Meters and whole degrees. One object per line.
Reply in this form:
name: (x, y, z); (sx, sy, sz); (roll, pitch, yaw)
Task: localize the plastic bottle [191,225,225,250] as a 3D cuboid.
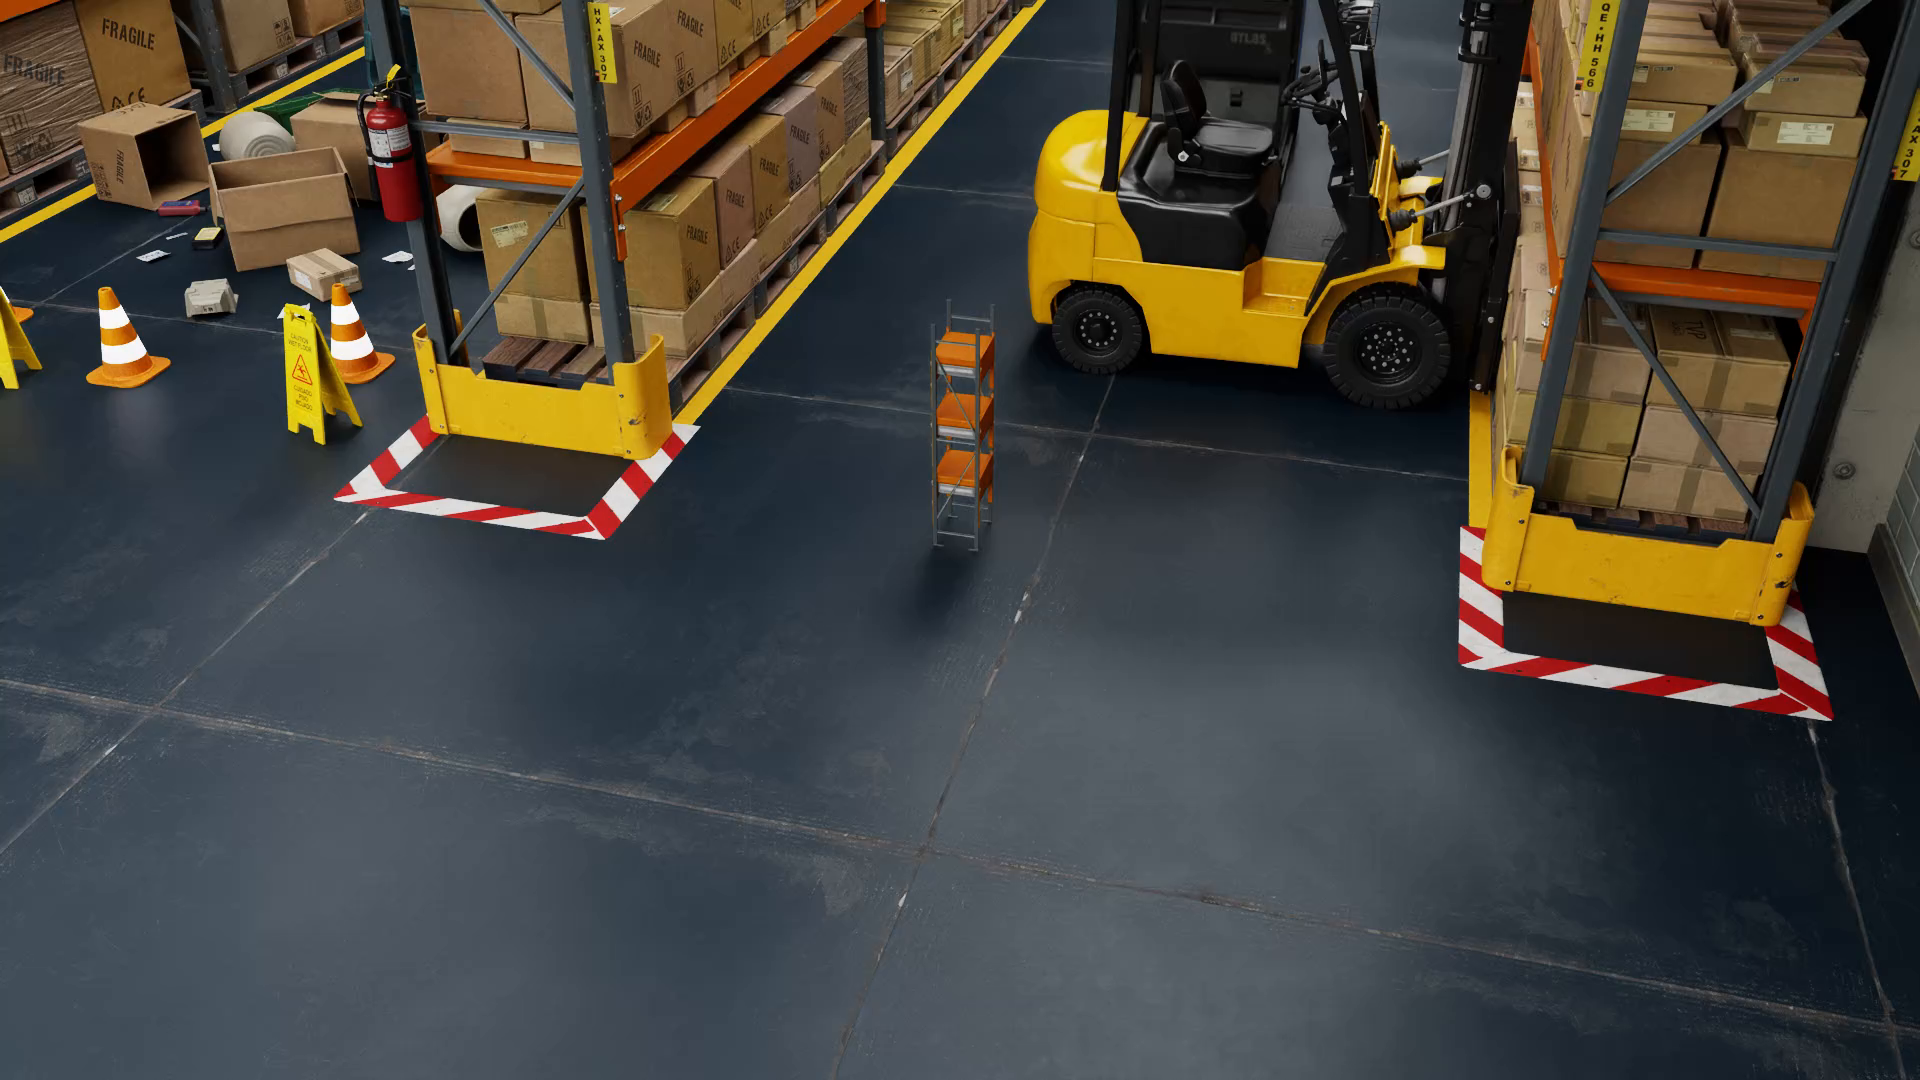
plastic bottle: (-4.556, -1.844, 10.094); (0.133, 0.061, 0.283); (-3, 33, -4)

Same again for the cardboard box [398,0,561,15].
cardboard box: (-2.090, -2.649, 7.318); (0.700, 0.500, 0.500); (7, 33, 11)

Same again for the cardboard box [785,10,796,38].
cardboard box: (-1.128, -2.869, 9.201); (0.380, 0.149, 0.250); (7, 33, 12)

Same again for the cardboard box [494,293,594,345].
cardboard box: (-2.057, -1.250, 8.591); (0.500, 0.250, 0.500); (8, 33, 12)

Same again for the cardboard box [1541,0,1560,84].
cardboard box: (3.200, -2.478, 8.259); (0.500, 0.500, 0.500); (8, 33, 12)

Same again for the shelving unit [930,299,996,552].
shelving unit: (0.014, -0.471, 7.012); (0.215, 1.050, 0.252); (8, 33, 12)

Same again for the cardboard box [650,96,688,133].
cardboard box: (-1.525, -2.066, 7.938); (0.380, 0.149, 0.250); (7, 33, 11)

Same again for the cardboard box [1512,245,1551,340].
cardboard box: (2.733, -1.076, 7.387); (0.500, 0.250, 0.500); (9, 33, 13)

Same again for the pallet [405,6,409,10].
pallet: (-5.064, -4.961, 14.858); (1.003, 0.211, 1.213); (8, 33, 12)

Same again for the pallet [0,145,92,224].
pallet: (-6.383, -2.265, 10.617); (1.003, 0.211, 1.213); (8, 33, 12)

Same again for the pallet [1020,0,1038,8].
pallet: (0.295, -5.138, 15.135); (1.003, 0.211, 1.213); (8, 33, 12)

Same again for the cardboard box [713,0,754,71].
cardboard box: (-1.363, -2.674, 8.289); (0.500, 0.500, 0.500); (7, 33, 11)

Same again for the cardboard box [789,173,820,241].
cardboard box: (-1.142, -1.972, 9.728); (0.500, 0.250, 0.500); (9, 33, 13)

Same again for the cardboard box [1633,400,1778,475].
cardboard box: (3.114, -0.534, 6.999); (0.500, 0.250, 0.500); (9, 33, 13)

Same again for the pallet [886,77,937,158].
pallet: (-0.797, -3.067, 11.878); (1.003, 0.211, 1.213); (8, 33, 12)

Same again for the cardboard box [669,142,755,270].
cardboard box: (-1.402, -1.763, 8.699); (0.500, 0.500, 0.500); (7, 33, 11)

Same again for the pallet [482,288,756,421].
pallet: (-1.748, -1.044, 8.695); (1.003, 0.211, 1.213); (8, 33, 12)

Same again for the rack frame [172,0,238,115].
rack frame: (-5.807, -4.461, 11.472); (1.000, 3.000, 0.127); (8, 33, 12)

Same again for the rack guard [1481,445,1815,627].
rack guard: (2.788, -0.023, 6.820); (1.175, 0.500, 0.348); (8, 33, 12)

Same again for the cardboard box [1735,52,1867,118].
cardboard box: (3.086, -1.677, 6.117); (0.380, 0.149, 0.250); (7, 33, 11)

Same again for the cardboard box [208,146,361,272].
cardboard box: (-4.011, -1.967, 9.875); (0.797, 0.503, 0.637); (-14, 35, -21)

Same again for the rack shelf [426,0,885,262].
rack shelf: (-1.500, -2.498, 9.055); (1.077, 0.370, 4.000); (8, 33, 12)

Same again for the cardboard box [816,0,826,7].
cardboard box: (-0.978, -3.270, 9.833); (0.380, 0.149, 0.250); (8, 33, 13)

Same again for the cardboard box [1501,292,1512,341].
cardboard box: (2.864, -1.143, 7.957); (0.500, 0.250, 0.500); (7, 33, 11)

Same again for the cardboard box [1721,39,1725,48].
cardboard box: (3.330, -1.945, 6.816); (0.380, 0.149, 0.250); (7, 33, 11)

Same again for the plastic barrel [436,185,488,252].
plastic barrel: (-2.948, -1.955, 9.930); (0.421, 0.421, 0.512); (-21, 38, -29)

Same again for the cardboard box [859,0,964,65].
cardboard box: (-0.508, -3.915, 12.671); (0.950, 0.372, 0.625); (9, 34, 14)

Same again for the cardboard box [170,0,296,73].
cardboard box: (-5.736, -4.024, 12.489); (1.050, 0.750, 0.750); (8, 33, 12)

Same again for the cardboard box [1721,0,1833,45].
cardboard box: (3.316, -2.073, 6.741); (0.380, 0.149, 0.250); (8, 33, 13)

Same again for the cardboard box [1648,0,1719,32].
cardboard box: (2.889, -2.137, 6.841); (0.380, 0.149, 0.250); (8, 33, 13)

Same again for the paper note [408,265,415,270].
paper note: (-3.202, -1.613, 9.779); (0.032, 0.001, 0.123); (8, 33, 12)

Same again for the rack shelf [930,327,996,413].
rack shelf: (0.014, -0.701, 6.865); (0.215, 0.259, 0.240); (8, 33, 12)

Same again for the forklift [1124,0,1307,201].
forklift: (1.579, -3.611, 10.198); (1.130, 2.935, 3.031); (8, 33, 12)

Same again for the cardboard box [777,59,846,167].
cardboard box: (-1.011, -2.565, 9.962); (0.500, 0.500, 0.500); (9, 33, 13)

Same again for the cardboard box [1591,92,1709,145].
cardboard box: (2.611, -1.624, 6.311); (0.380, 0.149, 0.250); (8, 33, 13)

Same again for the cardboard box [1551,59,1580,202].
cardboard box: (2.806, -1.692, 7.022); (0.500, 0.500, 0.500); (9, 34, 14)

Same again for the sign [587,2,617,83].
sign: (-1.483, -2.056, 6.881); (0.100, 0.325, 0.005); (8, 33, 12)

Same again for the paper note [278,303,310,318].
paper note: (-3.693, -1.273, 9.223); (0.148, 0.019, 0.142); (-3, 33, -4)

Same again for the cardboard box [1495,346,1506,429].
cardboard box: (2.743, -0.651, 7.649); (0.500, 0.250, 0.500); (8, 33, 12)

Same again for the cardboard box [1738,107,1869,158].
cardboard box: (3.131, -1.547, 6.190); (0.380, 0.149, 0.250); (7, 33, 11)

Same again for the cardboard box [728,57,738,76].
cardboard box: (-1.374, -2.475, 8.582); (0.380, 0.149, 0.250); (9, 34, 14)

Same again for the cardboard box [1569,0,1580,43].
cardboard box: (2.913, -2.293, 7.364); (0.380, 0.149, 0.250); (8, 33, 13)

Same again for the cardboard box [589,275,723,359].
cardboard box: (-1.536, -1.162, 8.453); (0.500, 0.250, 0.500); (8, 33, 12)

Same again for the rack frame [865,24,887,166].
rack frame: (-0.993, -3.840, 10.494); (1.000, 3.000, 0.127); (8, 33, 12)

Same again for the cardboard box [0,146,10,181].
cardboard box: (-6.492, -2.484, 9.950); (0.875, 0.875, 0.875); (8, 33, 12)

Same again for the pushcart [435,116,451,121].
pushcart: (-3.211, -3.018, 11.645); (1.648, 0.377, 0.936); (-3, 33, -4)

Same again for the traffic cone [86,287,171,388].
traffic cone: (-4.307, -1.067, 8.497); (0.336, 0.463, 0.334); (8, 33, 12)

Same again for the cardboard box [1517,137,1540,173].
cardboard box: (3.128, -1.873, 8.639); (0.500, 0.250, 0.500); (9, 34, 14)

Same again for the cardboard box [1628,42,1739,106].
cardboard box: (2.681, -1.746, 6.226); (0.380, 0.149, 0.250); (8, 33, 12)

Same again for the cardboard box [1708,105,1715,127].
cardboard box: (3.299, -1.625, 6.917); (0.500, 0.500, 0.500); (9, 34, 14)

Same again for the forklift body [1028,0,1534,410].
forklift body: (1.511, -1.964, 8.335); (2.313, 2.155, 1.214); (8, 33, 12)

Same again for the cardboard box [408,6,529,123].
cardboard box: (-2.137, -2.251, 7.624); (0.500, 0.500, 0.500); (7, 33, 12)

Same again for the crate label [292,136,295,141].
crate label: (-4.426, -2.688, 11.351); (0.298, 0.136, 0.250); (-14, 35, -21)

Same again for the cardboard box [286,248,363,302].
cardboard box: (-3.629, -1.516, 9.496); (0.380, 0.149, 0.250); (28, 42, 36)
